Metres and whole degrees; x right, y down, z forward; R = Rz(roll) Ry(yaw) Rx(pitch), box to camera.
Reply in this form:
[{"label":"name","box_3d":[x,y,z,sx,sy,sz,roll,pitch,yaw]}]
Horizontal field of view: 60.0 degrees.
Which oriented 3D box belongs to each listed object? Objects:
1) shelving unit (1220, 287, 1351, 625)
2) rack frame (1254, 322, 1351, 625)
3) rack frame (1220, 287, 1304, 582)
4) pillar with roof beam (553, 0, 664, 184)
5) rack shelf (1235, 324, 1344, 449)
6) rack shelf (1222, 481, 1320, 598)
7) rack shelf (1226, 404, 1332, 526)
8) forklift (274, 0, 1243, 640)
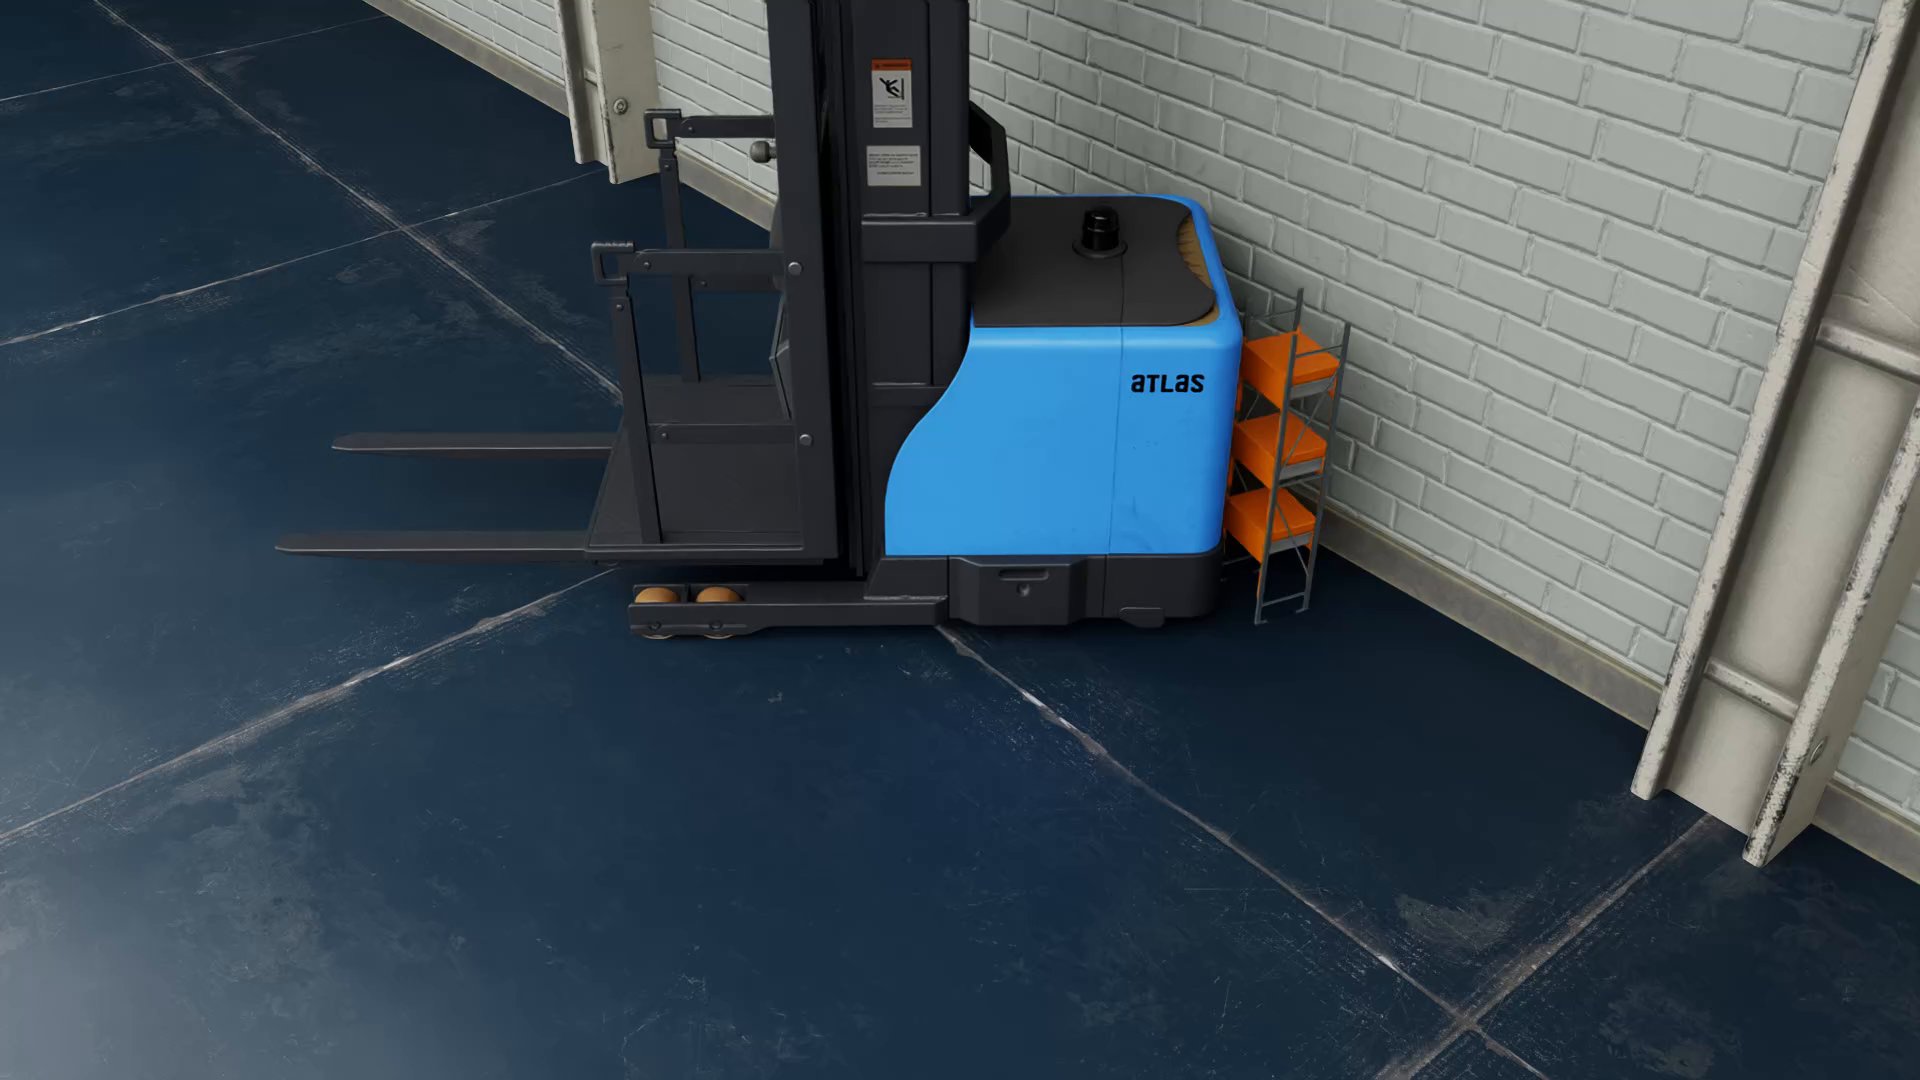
[{"label":"shelving unit","box_3d":[0.993,-0.244,5.186,0.215,1.050,0.252,-14,38,-19]},{"label":"rack frame","box_3d":[1.042,-0.179,5.095,0.200,1.050,0.008,-14,38,-19]},{"label":"rack frame","box_3d":[0.943,-0.308,5.277,0.200,1.050,0.008,-14,38,-19]},{"label":"pillar with roof beam","box_3d":[-5.007,-3.972,3.572,9.100,9.000,0.400,-26,43,-32]},{"label":"rack shelf","box_3d":[0.993,-0.467,5.028,0.215,0.259,0.240,-14,38,-19]},{"label":"rack shelf","box_3d":[0.993,-0.008,5.352,0.215,0.259,0.240,-14,38,-19]},{"label":"rack shelf","box_3d":[0.993,-0.235,5.192,0.215,0.259,0.240,-14,38,-19]},{"label":"forklift","box_3d":[-0.687,-1.187,4.890,3.031,2.935,1.130,0,35,0]}]
